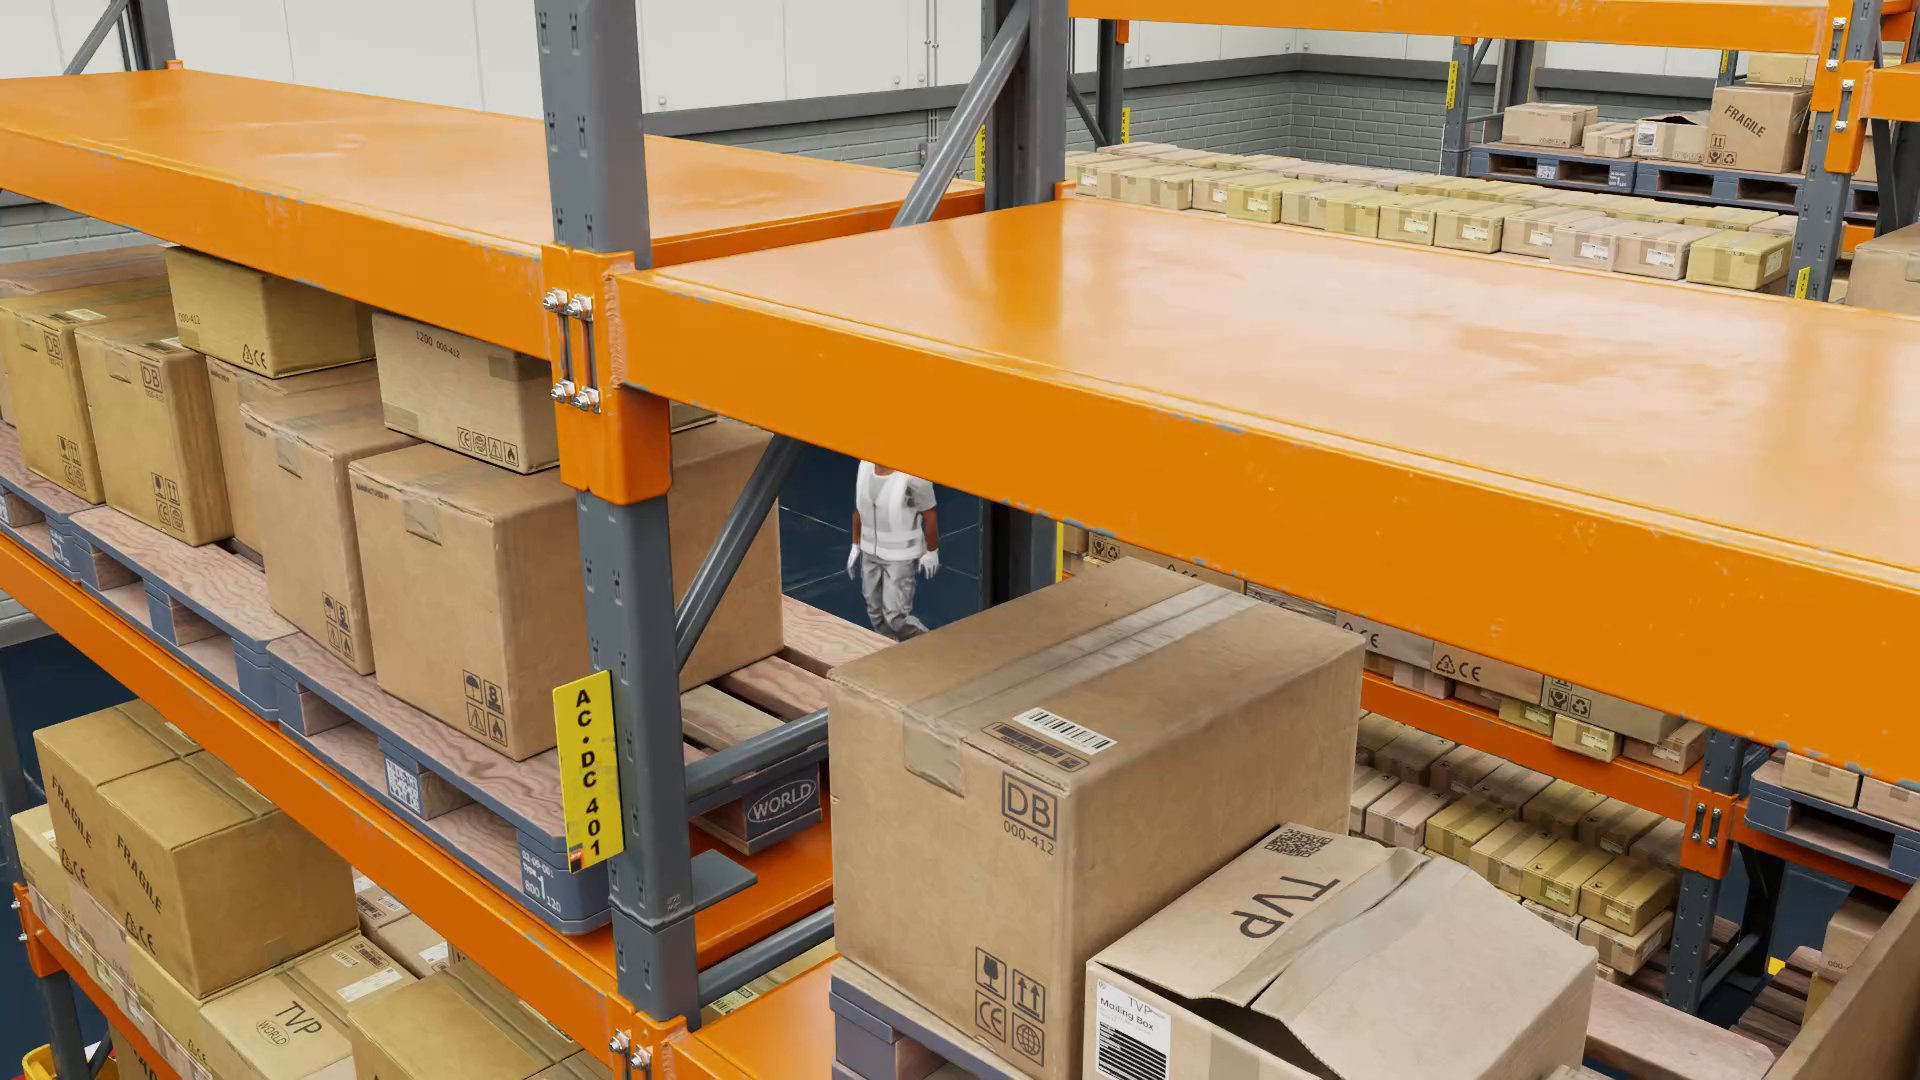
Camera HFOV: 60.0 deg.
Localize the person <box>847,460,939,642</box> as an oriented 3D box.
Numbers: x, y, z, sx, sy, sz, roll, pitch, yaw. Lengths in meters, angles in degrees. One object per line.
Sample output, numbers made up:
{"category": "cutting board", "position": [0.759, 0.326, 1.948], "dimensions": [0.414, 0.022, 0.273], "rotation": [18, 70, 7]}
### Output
{"category": "person", "position": [-0.403, 0.077, 10.277], "dimensions": [0.557, 1.779, 0.492], "rotation": [16, 25, 36]}
